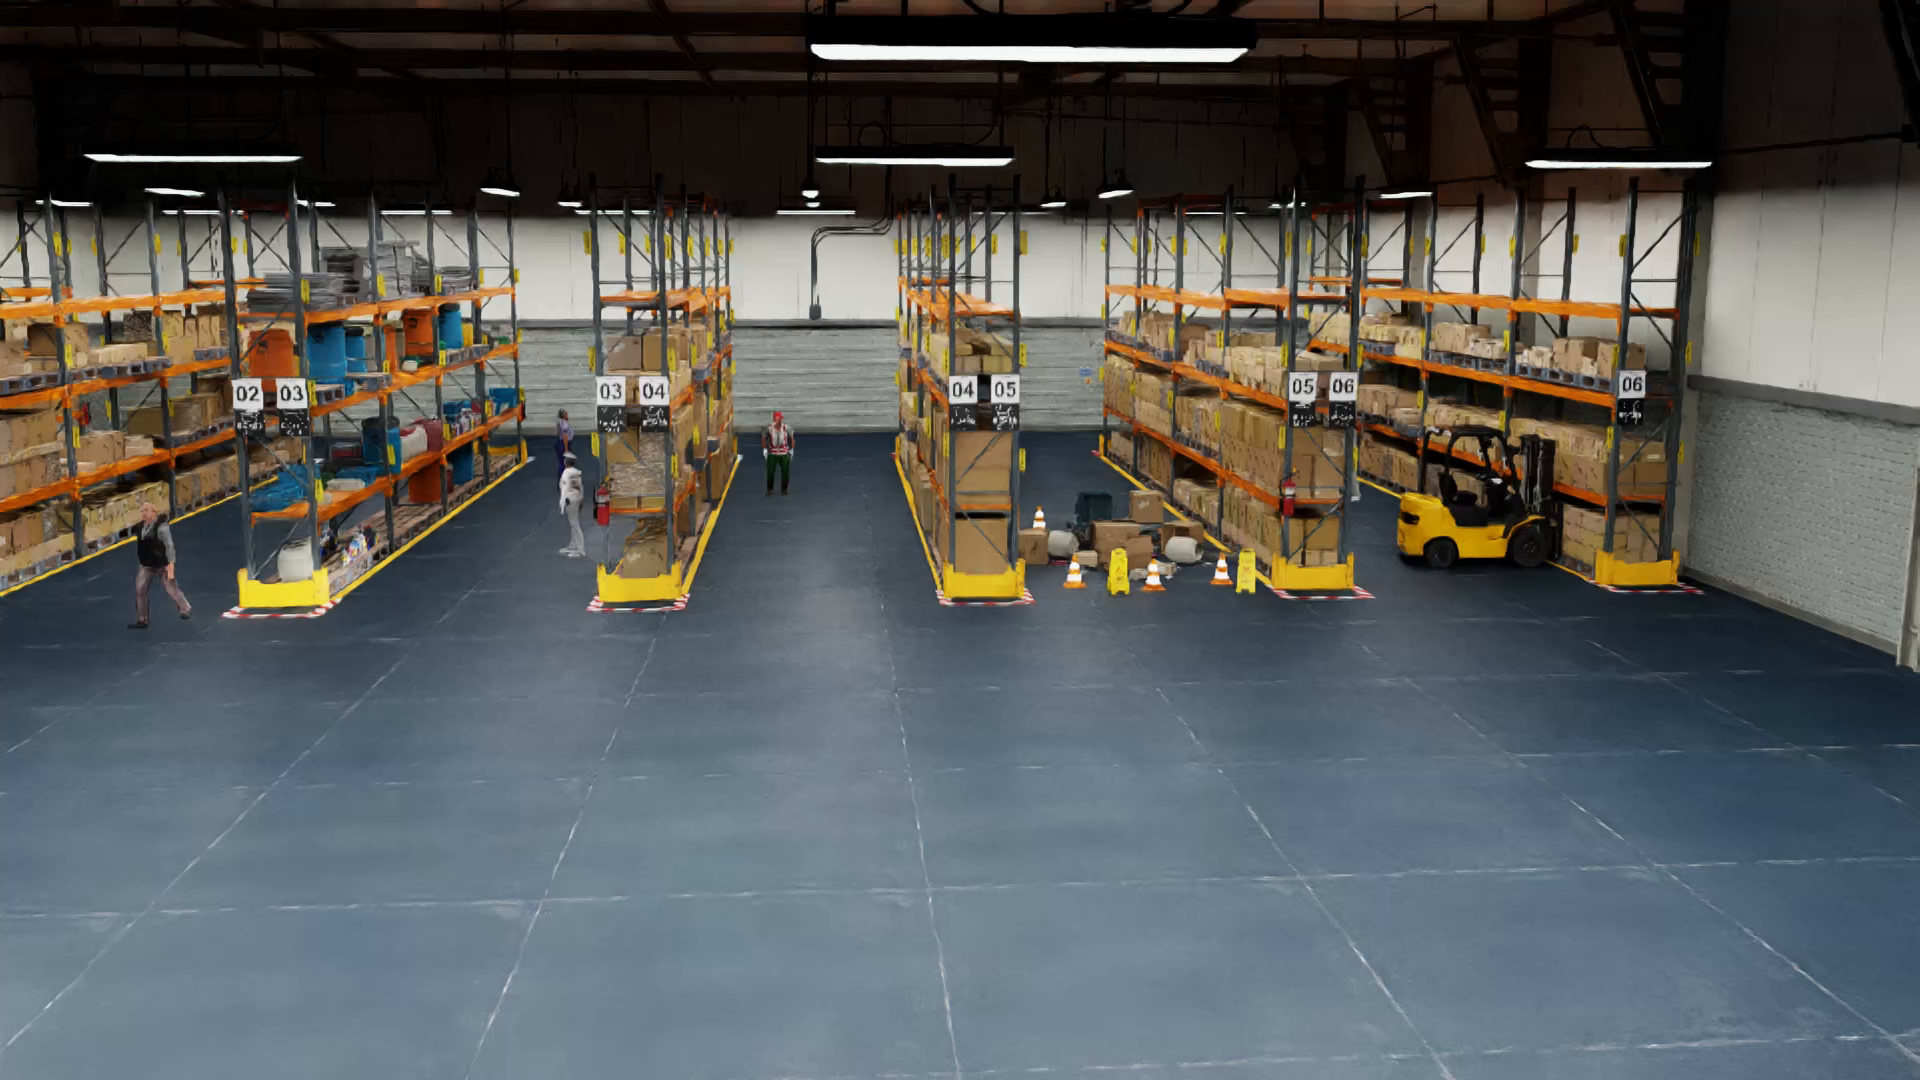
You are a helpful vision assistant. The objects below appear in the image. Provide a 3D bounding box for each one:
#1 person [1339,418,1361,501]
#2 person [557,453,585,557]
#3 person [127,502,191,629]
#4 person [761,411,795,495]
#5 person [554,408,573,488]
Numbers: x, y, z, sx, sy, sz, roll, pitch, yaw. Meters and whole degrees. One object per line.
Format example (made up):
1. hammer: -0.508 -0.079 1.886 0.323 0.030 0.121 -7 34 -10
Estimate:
1. person: 7.726 -1.641 33.099 0.577 1.665 0.559 3 11 19
2. person: -6.360 -0.591 27.175 0.550 1.663 0.585 2 10 13
3. person: -10.635 0.319 22.074 0.560 1.683 0.926 2 10 11
4. person: -3.683 -1.754 33.673 0.677 1.742 0.552 -1 10 -6
5. person: -8.279 -1.921 34.787 0.380 1.640 0.608 -5 11 -26
